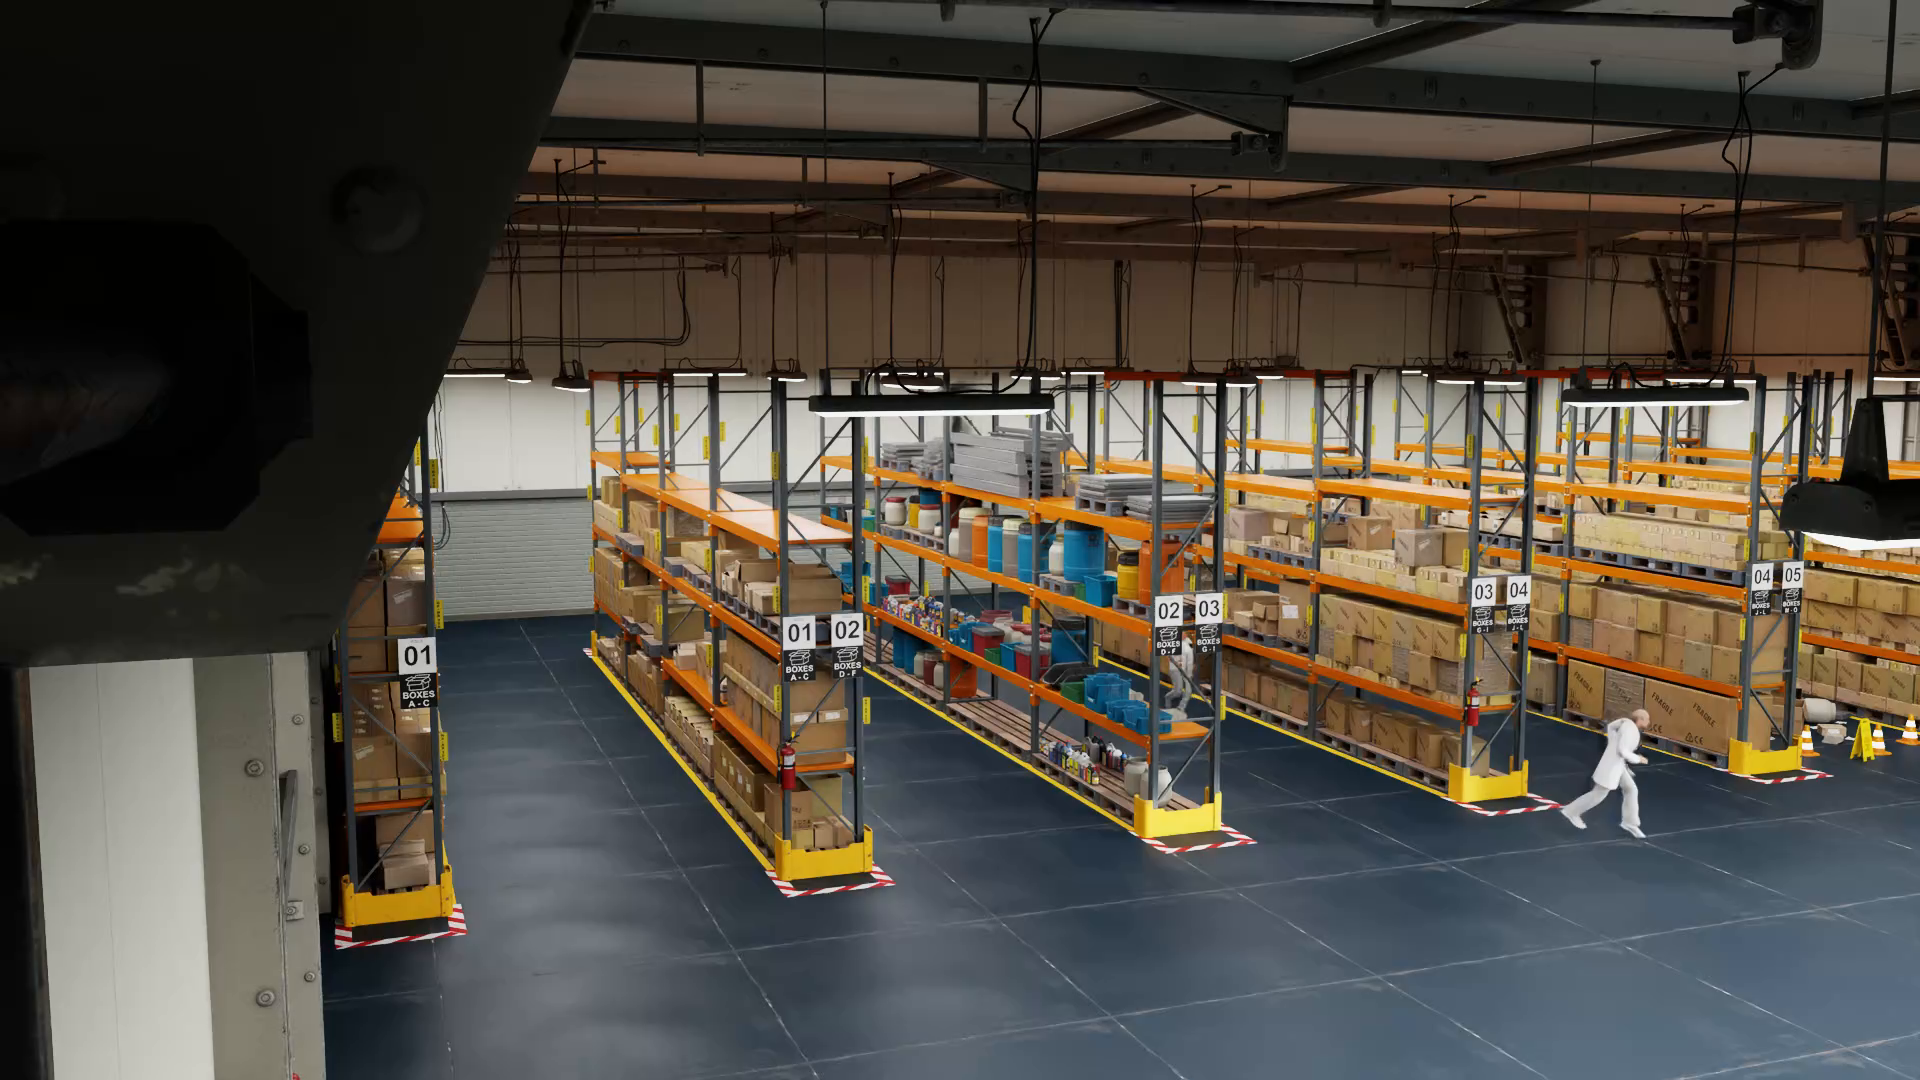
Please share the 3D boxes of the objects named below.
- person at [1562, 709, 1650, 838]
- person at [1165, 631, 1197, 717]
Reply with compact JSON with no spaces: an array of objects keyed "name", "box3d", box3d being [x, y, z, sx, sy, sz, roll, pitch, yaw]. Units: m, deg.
[{"name":"person","box3d":[8.540,3.064,21.974,1.068,1.744,0.753,2,7,18]},{"name":"person","box3d":[3.871,2.276,29.164,0.590,1.622,0.546,-3,7,-24]}]
